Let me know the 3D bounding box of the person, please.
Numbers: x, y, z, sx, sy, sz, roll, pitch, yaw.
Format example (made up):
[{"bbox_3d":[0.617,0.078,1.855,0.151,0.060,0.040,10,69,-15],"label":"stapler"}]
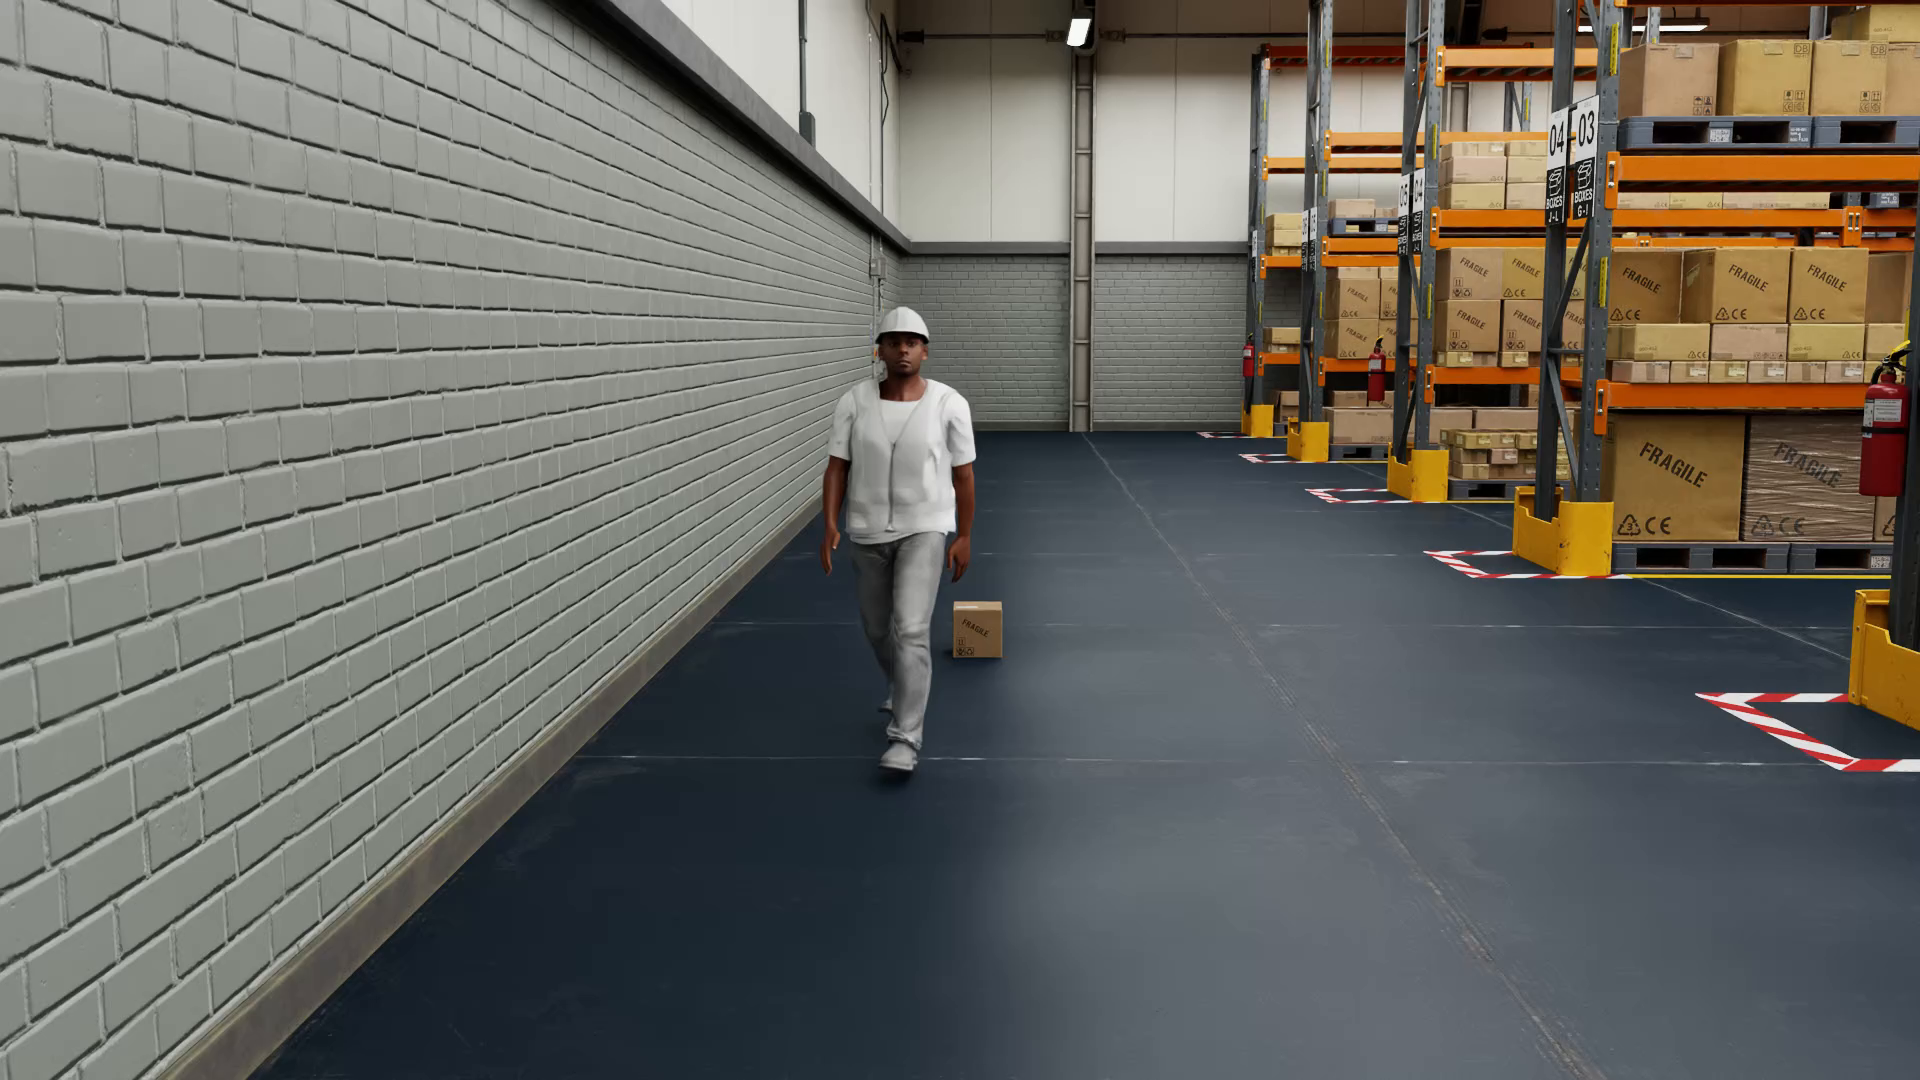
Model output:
[{"bbox_3d":[-0.239,-0.031,6.423,0.564,1.725,1.037,2,7,12],"label":"person"}]
